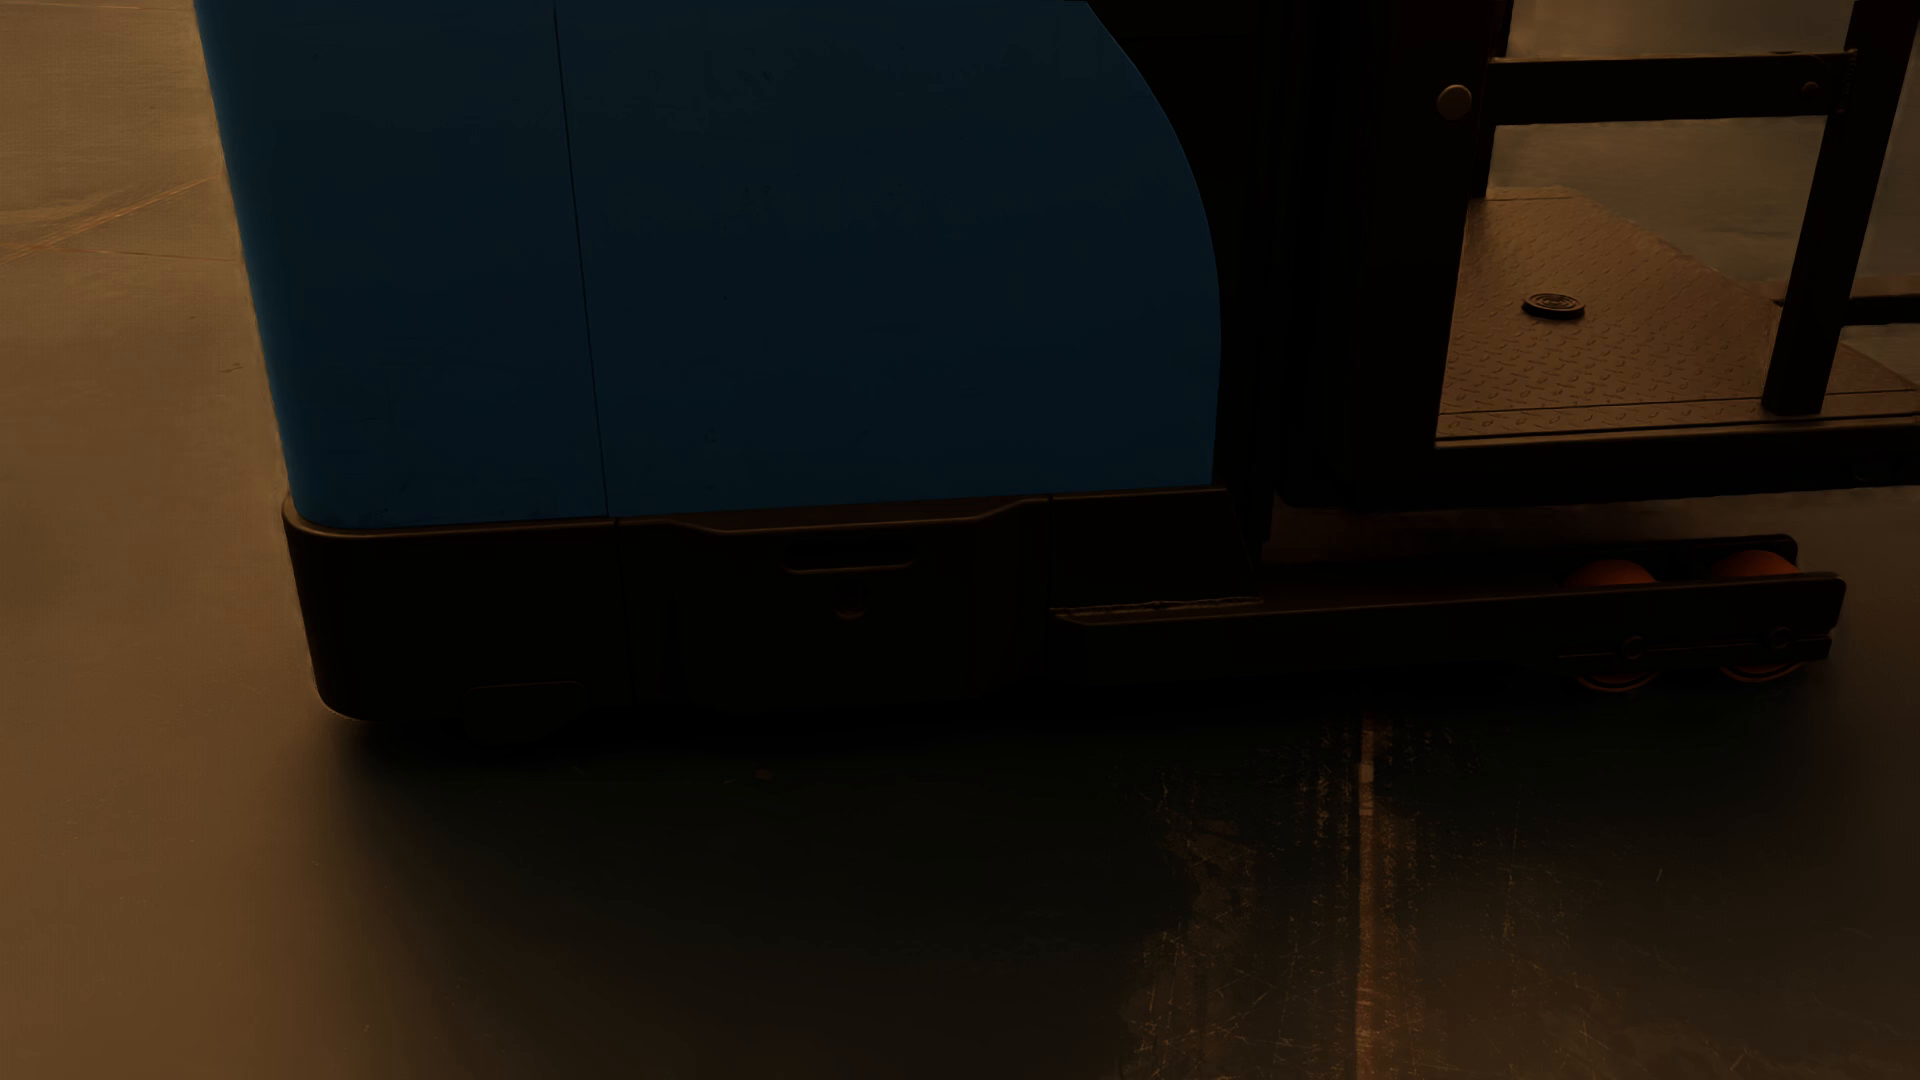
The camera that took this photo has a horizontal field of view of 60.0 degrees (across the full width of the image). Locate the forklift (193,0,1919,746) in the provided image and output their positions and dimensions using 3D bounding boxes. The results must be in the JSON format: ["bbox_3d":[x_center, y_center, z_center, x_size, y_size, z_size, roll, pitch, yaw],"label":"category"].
[{"bbox_3d":[0.678,-1.348,1.919,3.031,2.935,1.130,-3,27,-6],"label":"forklift"}]
